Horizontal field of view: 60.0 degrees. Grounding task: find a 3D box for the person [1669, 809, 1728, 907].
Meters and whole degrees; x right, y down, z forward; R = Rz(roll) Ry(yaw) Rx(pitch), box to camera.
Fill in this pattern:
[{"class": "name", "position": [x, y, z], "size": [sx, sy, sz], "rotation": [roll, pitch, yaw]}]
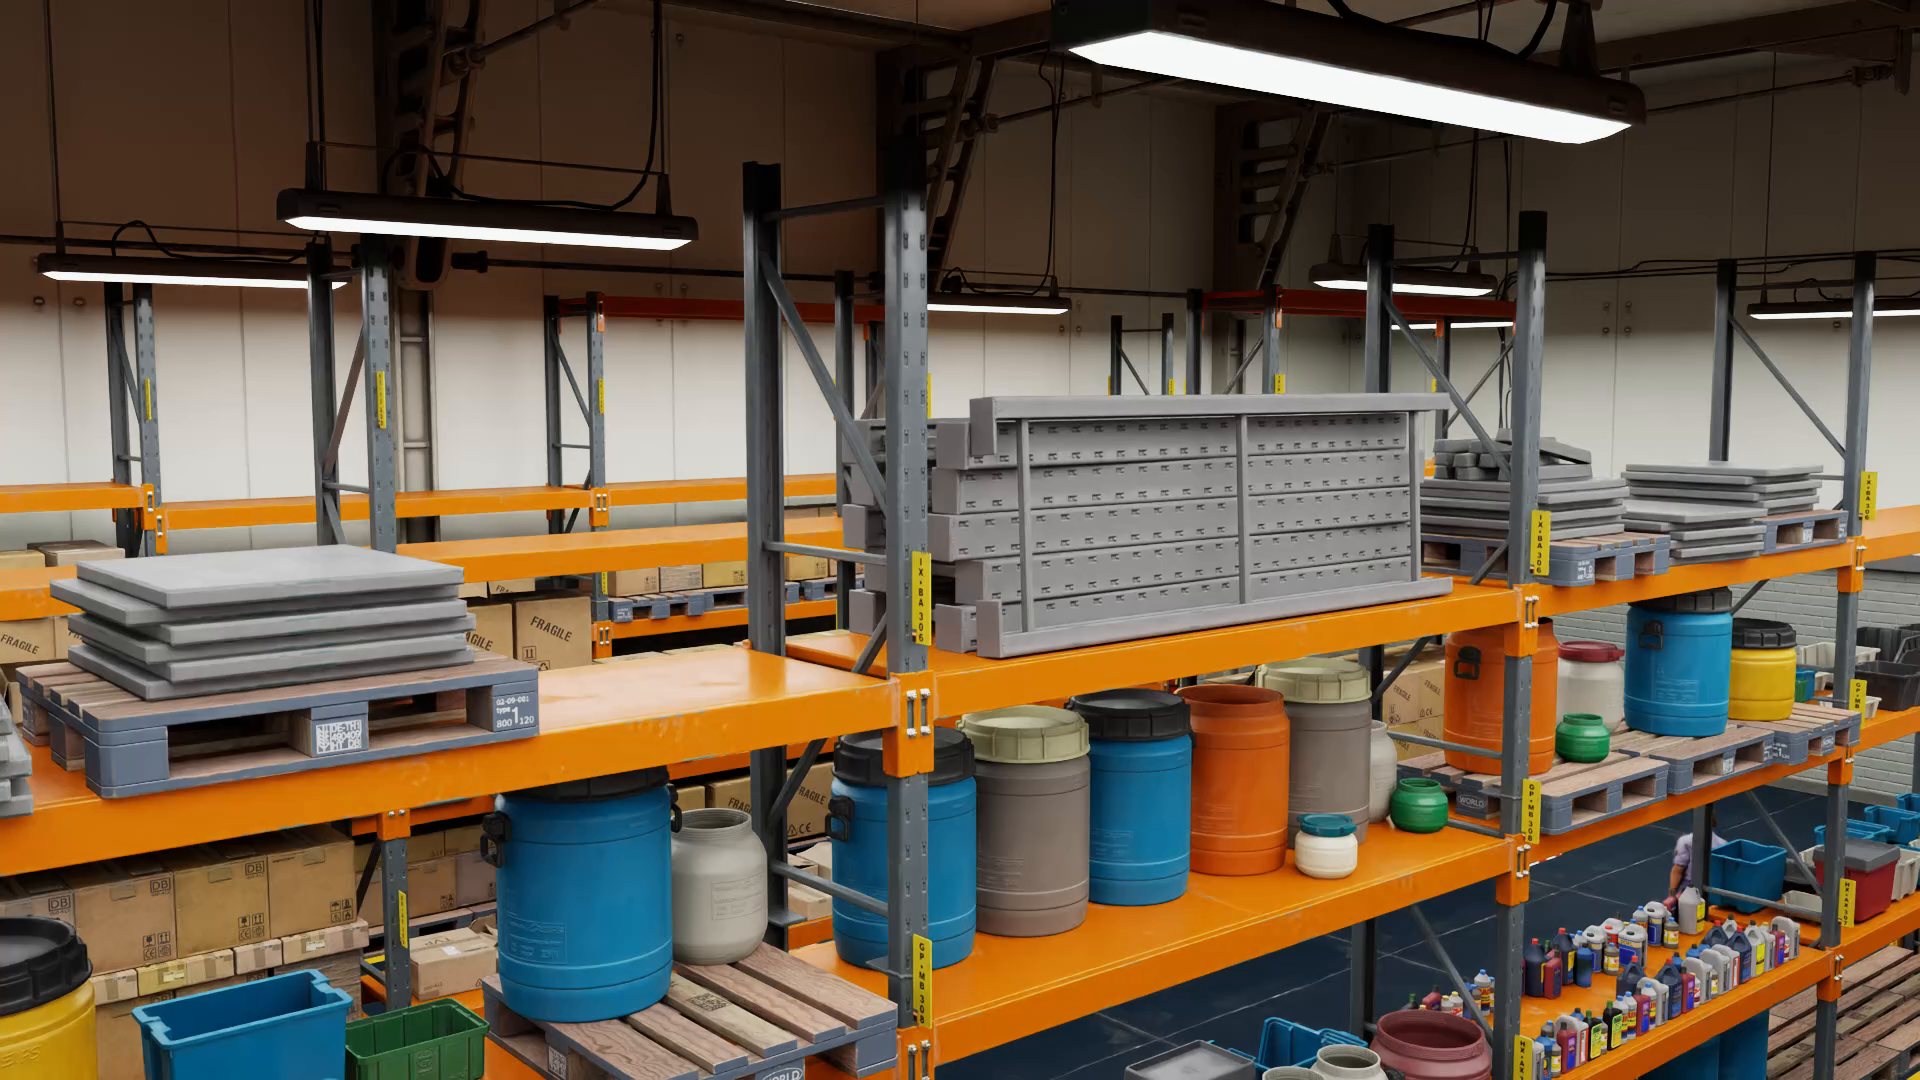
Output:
[{"class": "person", "position": [6.138, 3.035, 13.783], "size": [0.484, 1.647, 0.511], "rotation": [3, 6, 30]}]
